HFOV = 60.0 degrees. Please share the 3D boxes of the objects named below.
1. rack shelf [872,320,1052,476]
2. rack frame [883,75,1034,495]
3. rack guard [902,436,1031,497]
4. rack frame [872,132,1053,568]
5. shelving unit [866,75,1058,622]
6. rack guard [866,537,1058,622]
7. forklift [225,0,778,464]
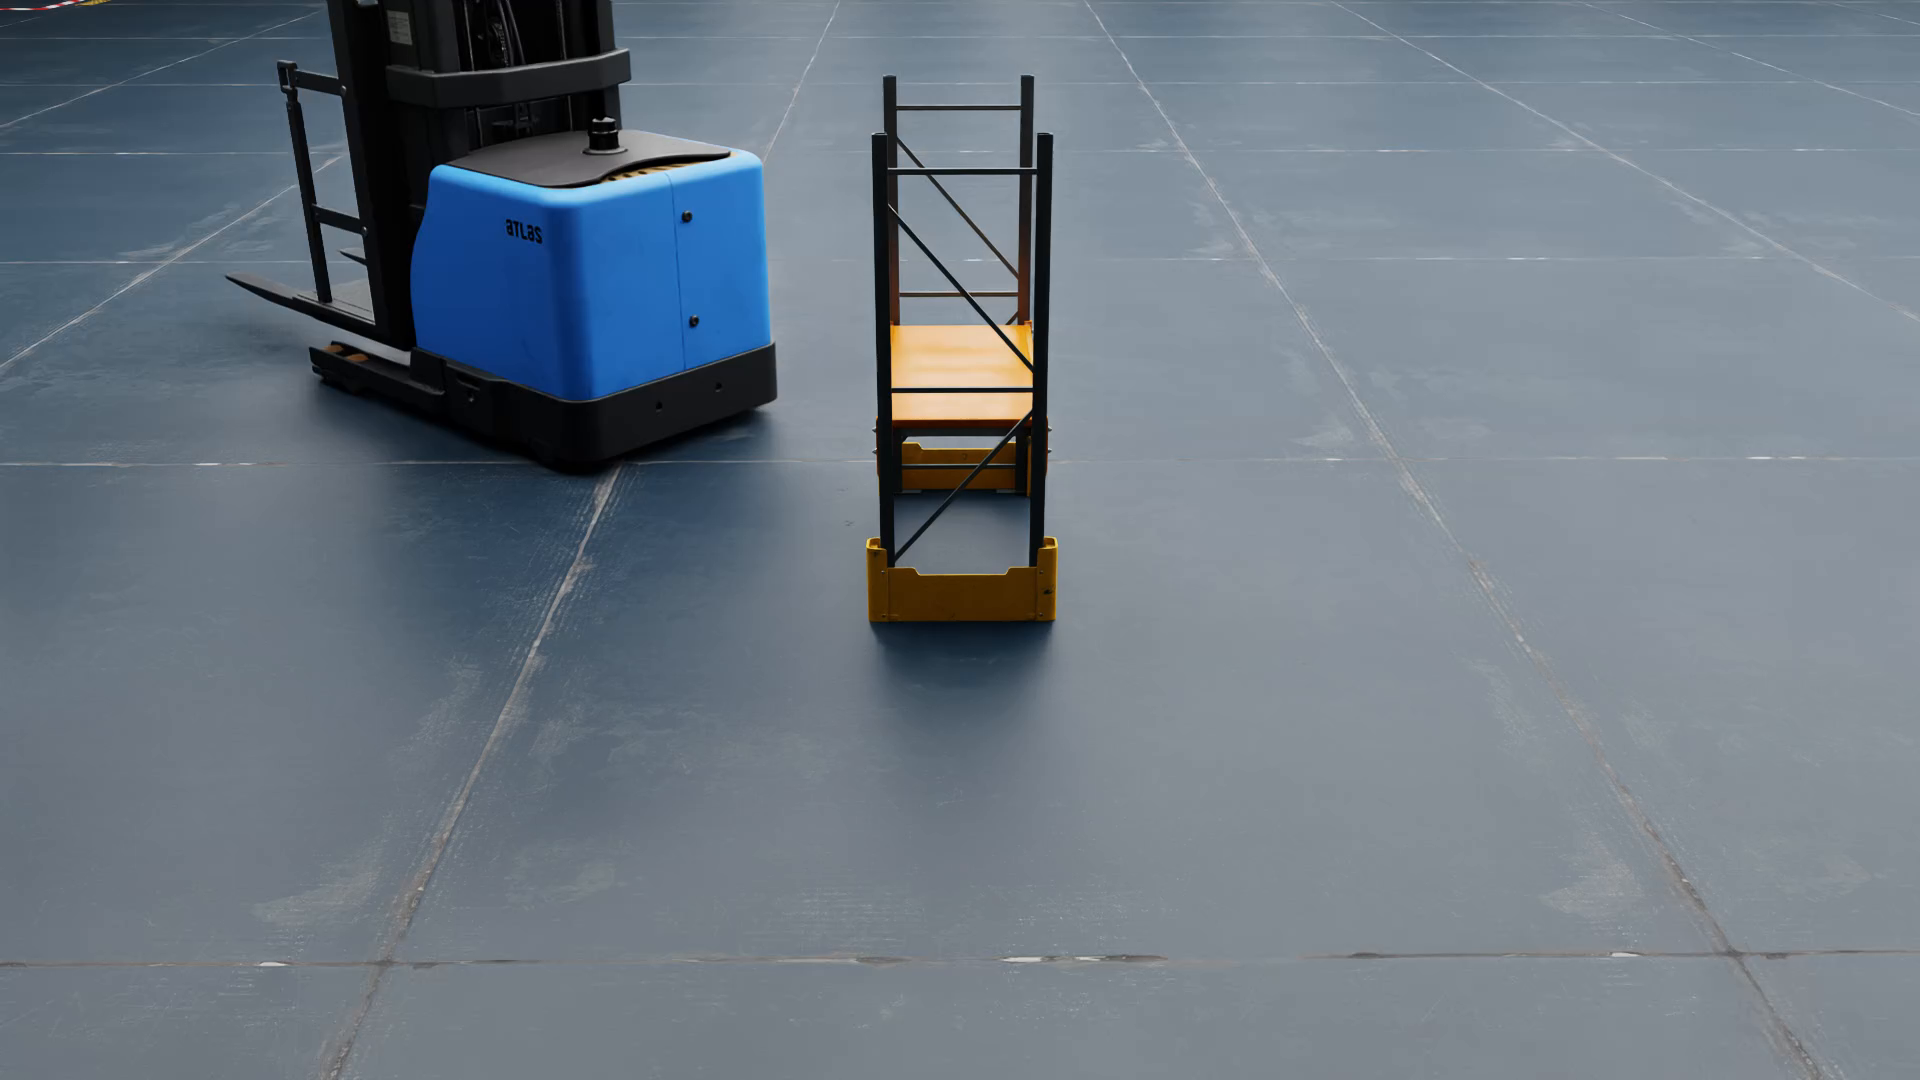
[{"bbox_3d":[0.001,-0.484,5.437,0.538,0.185,1.000,0,24,-1],"label":"rack shelf"},{"bbox_3d":[-0.005,-0.858,5.826,0.500,1.500,0.032,0,24,-1],"label":"rack frame"},{"bbox_3d":[-0.005,-0.288,6.083,0.587,0.250,0.087,0,24,-1],"label":"rack guard"},{"bbox_3d":[0.006,-0.439,4.900,0.500,1.500,0.032,0,24,-1],"label":"rack frame"},{"bbox_3d":[0.001,-0.652,5.371,0.587,1.500,1.083,0,24,-1],"label":"shelving unit"},{"bbox_3d":[0.006,0.123,5.175,0.587,0.250,0.087,0,24,-1],"label":"rack guard"},{"bbox_3d":[-2.199,-2.113,6.865,3.031,2.935,1.130,20,31,37],"label":"forklift"}]
